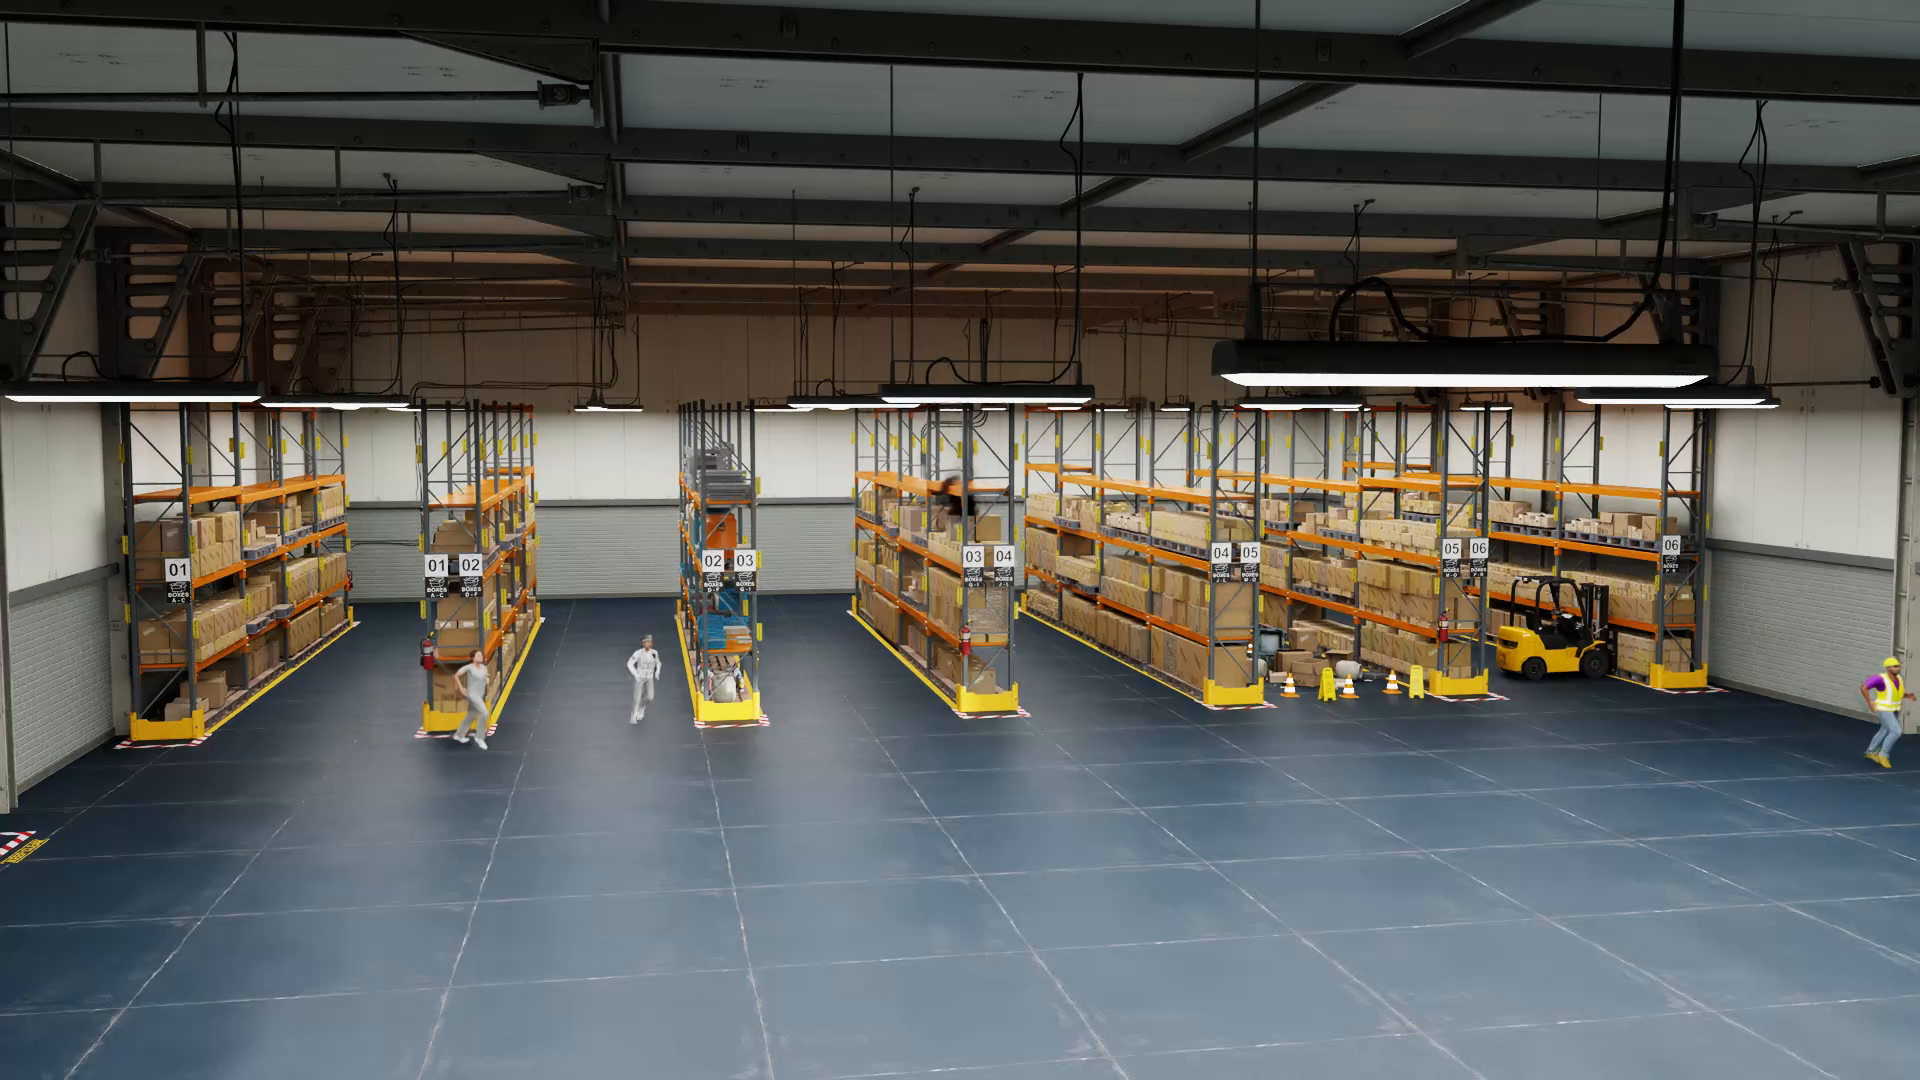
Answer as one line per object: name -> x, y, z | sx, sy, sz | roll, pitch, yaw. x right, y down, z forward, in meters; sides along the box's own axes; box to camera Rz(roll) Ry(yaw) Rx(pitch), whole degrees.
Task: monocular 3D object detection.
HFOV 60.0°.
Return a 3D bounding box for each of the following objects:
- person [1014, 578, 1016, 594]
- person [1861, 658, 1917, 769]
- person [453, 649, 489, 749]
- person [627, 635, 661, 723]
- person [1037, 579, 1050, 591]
person -> 1.193, 1.447, 45.110 | 0.680, 1.744, 0.578 | -1, 4, -8
person -> 15.125, 2.806, 27.068 | 0.687, 1.802, 0.748 | -2, 5, -27
person -> -8.395, 2.720, 28.667 | 0.742, 1.694, 0.552 | 1, 5, 18
person -> -5.838, 2.579, 30.920 | 0.675, 1.640, 0.506 | -2, 5, -27
person -> 2.577, 1.124, 49.668 | 0.788, 1.695, 0.666 | -1, 5, -18
